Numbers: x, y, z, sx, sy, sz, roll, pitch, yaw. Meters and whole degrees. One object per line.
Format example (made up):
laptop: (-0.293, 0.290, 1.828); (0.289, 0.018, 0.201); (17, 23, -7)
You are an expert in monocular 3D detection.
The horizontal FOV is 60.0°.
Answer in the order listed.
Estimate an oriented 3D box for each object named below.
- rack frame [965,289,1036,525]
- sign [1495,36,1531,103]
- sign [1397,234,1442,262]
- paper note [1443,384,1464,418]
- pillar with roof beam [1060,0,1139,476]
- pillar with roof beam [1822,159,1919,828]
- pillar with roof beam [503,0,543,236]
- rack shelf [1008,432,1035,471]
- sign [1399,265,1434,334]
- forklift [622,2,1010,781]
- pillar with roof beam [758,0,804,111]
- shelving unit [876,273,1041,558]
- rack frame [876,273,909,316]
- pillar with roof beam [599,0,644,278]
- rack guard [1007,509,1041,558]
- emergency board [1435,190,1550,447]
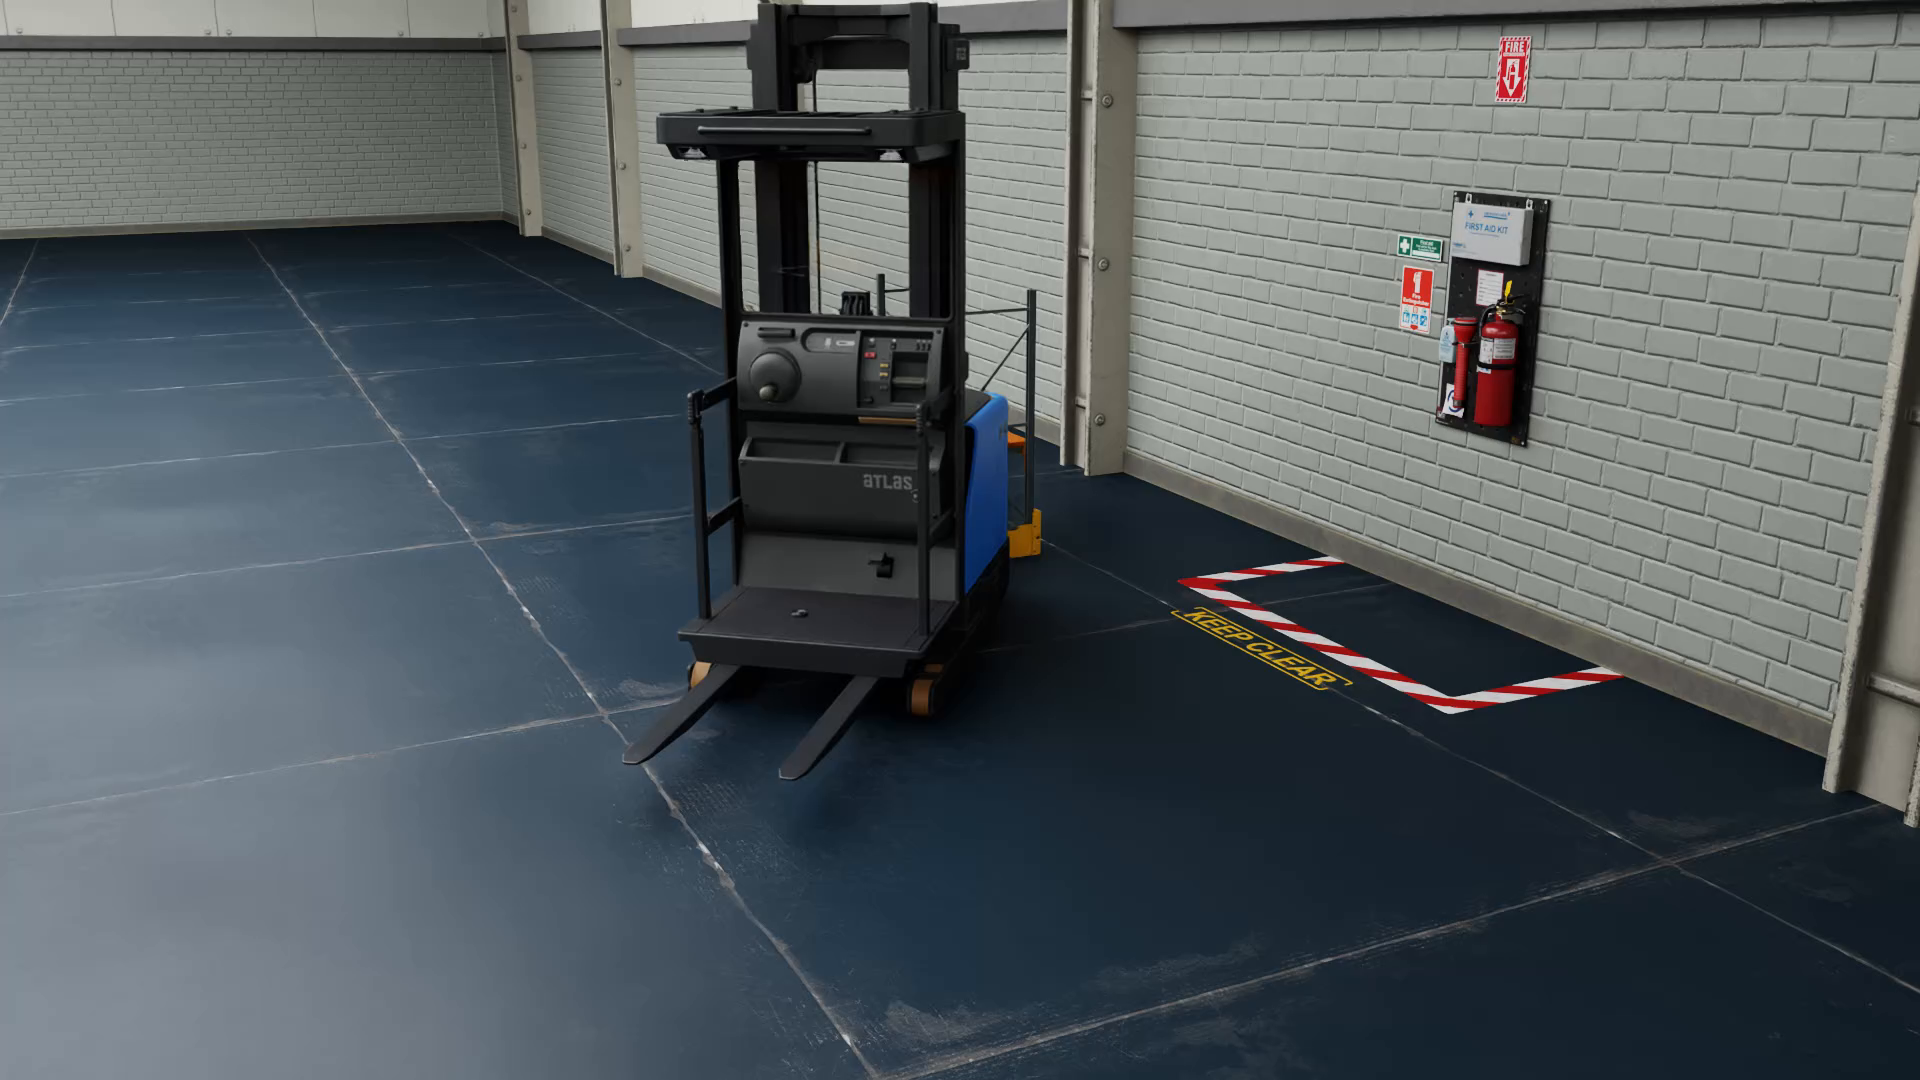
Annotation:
rack frame: (0.185, -0.616, 9.178); (0.500, 1.500, 0.032); (-8, 18, -25)
sign: (2.585, -2.201, 7.778); (0.001, 0.298, 0.199); (-8, 18, -25)
sign: (2.344, -1.491, 8.485); (0.001, 0.109, 0.331); (-8, 18, -25)
paper note: (2.484, -0.701, 8.353); (0.016, 0.148, 0.142); (-8, 18, -25)
pillar with roof beam: (-2.951, -4.306, 8.442); (9.100, 9.000, 0.400); (-8, 18, -25)
pillar with roof beam: (-0.322, -2.818, 3.257); (9.100, 9.000, 0.400); (-8, 18, -25)
pillar with roof beam: (-10.837, -8.769, 23.995); (9.100, 9.000, 0.400); (-8, 18, -25)
rack shelf: (-0.037, -0.569, 9.667); (0.538, 0.185, 1.000); (-8, 18, -25)
sign: (2.350, -1.239, 8.565); (0.001, 0.329, 0.234); (-8, 18, -25)
forklift: (-0.573, -0.764, 7.101); (1.130, 2.935, 3.031); (4, 16, 13)
pillar with roof beam: (-5.579, -5.794, 13.626); (9.100, 9.000, 0.400); (-8, 18, -25)
shelving unit: (-0.033, -0.740, 9.610); (0.587, 1.500, 1.083); (-8, 18, -25)
rack frame: (-0.260, -0.868, 10.057); (0.500, 1.500, 0.032); (-8, 18, -25)
pillar with roof beam: (-8.208, -7.282, 18.810); (9.100, 9.000, 0.400); (-8, 18, -25)
rack guard: (0.185, -0.016, 9.352); (0.587, 0.250, 0.087); (-8, 18, -25)
emergency board: (2.499, -1.072, 8.049); (0.194, 1.169, 0.643); (-8, 18, -25)
